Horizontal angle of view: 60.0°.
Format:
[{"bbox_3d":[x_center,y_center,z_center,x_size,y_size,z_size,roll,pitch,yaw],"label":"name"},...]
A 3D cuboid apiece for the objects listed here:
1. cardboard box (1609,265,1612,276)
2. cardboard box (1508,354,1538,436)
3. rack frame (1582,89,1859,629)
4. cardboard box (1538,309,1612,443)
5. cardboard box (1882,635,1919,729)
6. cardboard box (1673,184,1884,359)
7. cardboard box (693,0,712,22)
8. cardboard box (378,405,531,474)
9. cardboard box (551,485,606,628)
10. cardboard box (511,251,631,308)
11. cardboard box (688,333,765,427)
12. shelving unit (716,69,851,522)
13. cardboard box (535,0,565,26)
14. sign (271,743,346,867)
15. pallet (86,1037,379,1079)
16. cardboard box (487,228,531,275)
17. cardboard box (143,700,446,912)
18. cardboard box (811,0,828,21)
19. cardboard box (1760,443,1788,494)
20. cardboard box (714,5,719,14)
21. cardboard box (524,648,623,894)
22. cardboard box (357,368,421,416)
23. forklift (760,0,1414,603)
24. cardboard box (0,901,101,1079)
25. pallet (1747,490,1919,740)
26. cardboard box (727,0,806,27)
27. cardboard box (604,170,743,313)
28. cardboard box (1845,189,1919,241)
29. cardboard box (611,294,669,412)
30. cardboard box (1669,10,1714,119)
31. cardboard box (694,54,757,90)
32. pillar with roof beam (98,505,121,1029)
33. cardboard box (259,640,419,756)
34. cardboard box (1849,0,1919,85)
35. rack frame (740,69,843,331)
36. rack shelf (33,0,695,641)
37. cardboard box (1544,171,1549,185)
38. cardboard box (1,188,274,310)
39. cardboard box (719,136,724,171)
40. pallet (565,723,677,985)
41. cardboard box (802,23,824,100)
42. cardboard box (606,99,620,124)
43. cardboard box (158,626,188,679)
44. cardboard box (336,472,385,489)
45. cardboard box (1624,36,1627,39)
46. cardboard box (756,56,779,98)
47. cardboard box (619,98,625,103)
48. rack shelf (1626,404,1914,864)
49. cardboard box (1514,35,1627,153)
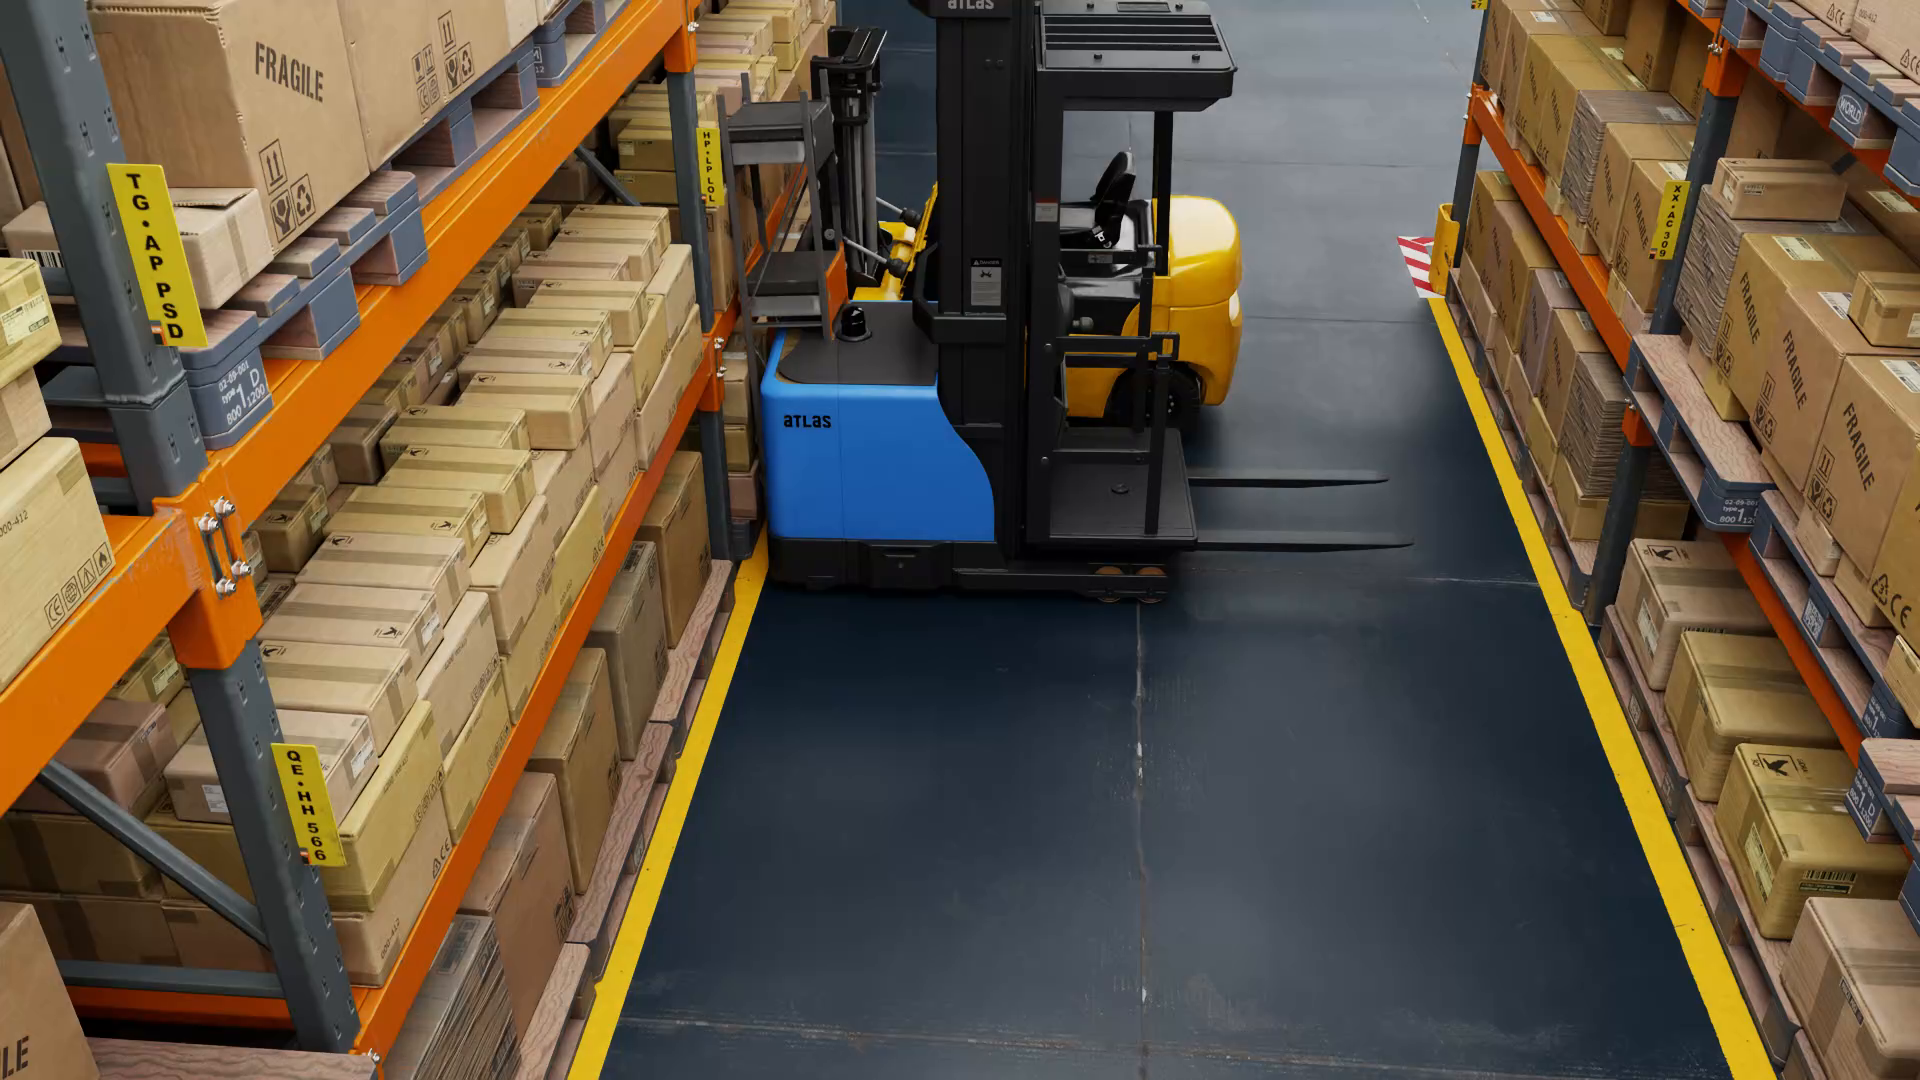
[{"bbox_3d":[3.209,-1.224,7.616,0.380,0.149,0.250,3,32,4],"label":"cardboard box"},{"bbox_3d":[3.233,-0.759,8.844,0.500,0.250,0.500,3,32,5],"label":"cardboard box"},{"bbox_3d":[3.374,-0.886,6.828,1.000,3.000,0.127,2,32,4],"label":"rack frame"},{"bbox_3d":[3.194,-0.800,8.195,0.500,0.500,0.500,3,32,5],"label":"cardboard box"},{"bbox_3d":[2.803,0.400,4.582,0.380,0.149,0.250,3,32,5],"label":"cardboard box"},{"bbox_3d":[3.050,-1.001,6.236,0.500,0.500,0.500,3,32,5],"label":"cardboard box"},{"bbox_3d":[-1.582,-2.925,9.140,0.380,0.149,0.250,3,32,6],"label":"cardboard box"},{"bbox_3d":[-1.560,-0.293,5.152,0.380,0.149,0.250,2,32,4],"label":"cardboard box"},{"bbox_3d":[-1.495,0.034,5.478,0.500,0.250,0.500,3,32,6],"label":"cardboard box"},{"bbox_3d":[-1.456,-0.965,6.243,0.380,0.149,0.250,2,32,4],"label":"cardboard box"},{"bbox_3d":[-1.222,-0.769,7.907,0.500,0.250,0.500,2,32,3],"label":"cardboard box"},{"bbox_3d":[-0.768,-1.090,7.831,0.431,2.100,0.503,-1,26,7],"label":"shelving unit"},{"bbox_3d":[-1.452,-1.766,4.987,0.500,0.311,0.500,1,32,2],"label":"cardboard box"},{"bbox_3d":[-1.358,0.555,3.463,0.100,0.325,0.005,2,32,4],"label":"sign"},{"bbox_3d":[-1.885,1.435,3.246,1.213,0.211,1.003,2,32,4],"label":"pallet"},{"bbox_3d":[-1.890,-1.102,6.466,0.380,0.149,0.250,1,32,2],"label":"cardboard box"},{"bbox_3d":[-1.595,0.626,4.041,0.500,0.250,0.500,2,32,4],"label":"cardboard box"},{"bbox_3d":[-0.988,-3.178,9.834,0.380,0.149,0.250,3,32,5],"label":"cardboard box"},{"bbox_3d":[2.975,-0.268,5.665,0.380,0.149,0.250,3,32,5],"label":"cardboard box"},{"bbox_3d":[-1.518,-3.076,9.668,0.380,0.149,0.250,2,32,3],"label":"cardboard box"},{"bbox_3d":[-1.735,0.808,5.943,0.875,0.625,0.625,1,32,2],"label":"cardboard box"},{"bbox_3d":[-1.987,-0.445,5.399,0.380,0.149,0.250,3,32,4],"label":"cardboard box"},{"bbox_3d":[0.625,-1.238,7.465,3.031,2.935,1.130,1,32,1],"label":"forklift"},{"bbox_3d":[-2.097,1.037,3.213,0.500,0.500,0.500,4,32,6],"label":"cardboard box"},{"bbox_3d":[3.168,0.251,5.167,1.003,0.211,1.213,2,32,4],"label":"pallet"},{"bbox_3d":[-1.056,-2.900,9.100,0.380,0.149,0.250,3,32,5],"label":"cardboard box"},{"bbox_3d":[-1.277,-1.359,7.501,0.500,0.500,0.500,2,32,3],"label":"cardboard box"},{"bbox_3d":[3.565,-0.982,6.206,0.500,0.500,0.500,2,32,3],"label":"cardboard box"},{"bbox_3d":[-1.394,-0.708,6.206,0.500,0.250,0.500,2,32,3],"label":"cardboard box"},{"bbox_3d":[3.757,-2.229,7.676,0.700,0.500,0.500,2,32,3],"label":"cardboard box"},{"bbox_3d":[-1.192,-2.237,8.023,0.380,0.149,0.250,2,32,3],"label":"cardboard box"},{"bbox_3d":[1.599,-2.095,3.072,9.100,9.000,0.400,2,32,4],"label":"pillar with roof beam"},{"bbox_3d":[-1.559,0.383,4.055,0.380,0.149,0.250,3,32,5],"label":"cardboard box"},{"bbox_3d":[2.867,-1.460,4.643,0.500,0.250,0.500,2,32,3],"label":"cardboard box"},{"bbox_3d":[-0.744,-1.198,8.049,0.400,2.100,0.015,-1,26,7],"label":"rack frame"},{"bbox_3d":[-1.737,-1.021,4.874,1.077,0.370,4.000,2,32,4],"label":"rack shelf"},{"bbox_3d":[3.290,-1.889,8.696,0.380,0.149,0.250,2,32,3],"label":"cardboard box"},{"bbox_3d":[-1.568,-0.573,3.188,0.380,0.166,0.250,2,32,4],"label":"cardboard box"},{"bbox_3d":[-1.266,-1.706,7.445,0.380,0.149,0.250,3,32,5],"label":"cardboard box"},{"bbox_3d":[-1.692,1.118,6.235,1.003,0.211,1.213,2,32,4],"label":"pallet"},{"bbox_3d":[-1.078,-2.691,9.662,0.500,0.500,0.500,3,32,6],"label":"cardboard box"},{"bbox_3d":[-1.779,-1.990,7.622,0.380,0.149,0.250,2,32,4],"label":"cardboard box"},{"bbox_3d":[-2.083,0.224,4.314,0.380,0.149,0.250,2,32,4],"label":"cardboard box"},{"bbox_3d":[-2.008,-0.192,5.369,0.500,0.250,0.500,2,32,3],"label":"cardboard box"},{"bbox_3d":[3.884,-2.589,9.214,0.500,0.500,0.500,3,32,4],"label":"cardboard box"},{"bbox_3d":[-1.140,-2.378,8.536,0.380,0.149,0.250,2,32,3],"label":"cardboard box"},{"bbox_3d":[-1.805,-2.001,7.925,0.380,0.149,0.250,3,32,4],"label":"cardboard box"},{"bbox_3d":[3.211,0.466,5.320,1.077,0.370,4.000,2,32,4],"label":"rack shelf"},{"bbox_3d":[3.305,-2.373,8.863,0.500,0.500,0.500,2,32,3],"label":"cardboard box"}]
